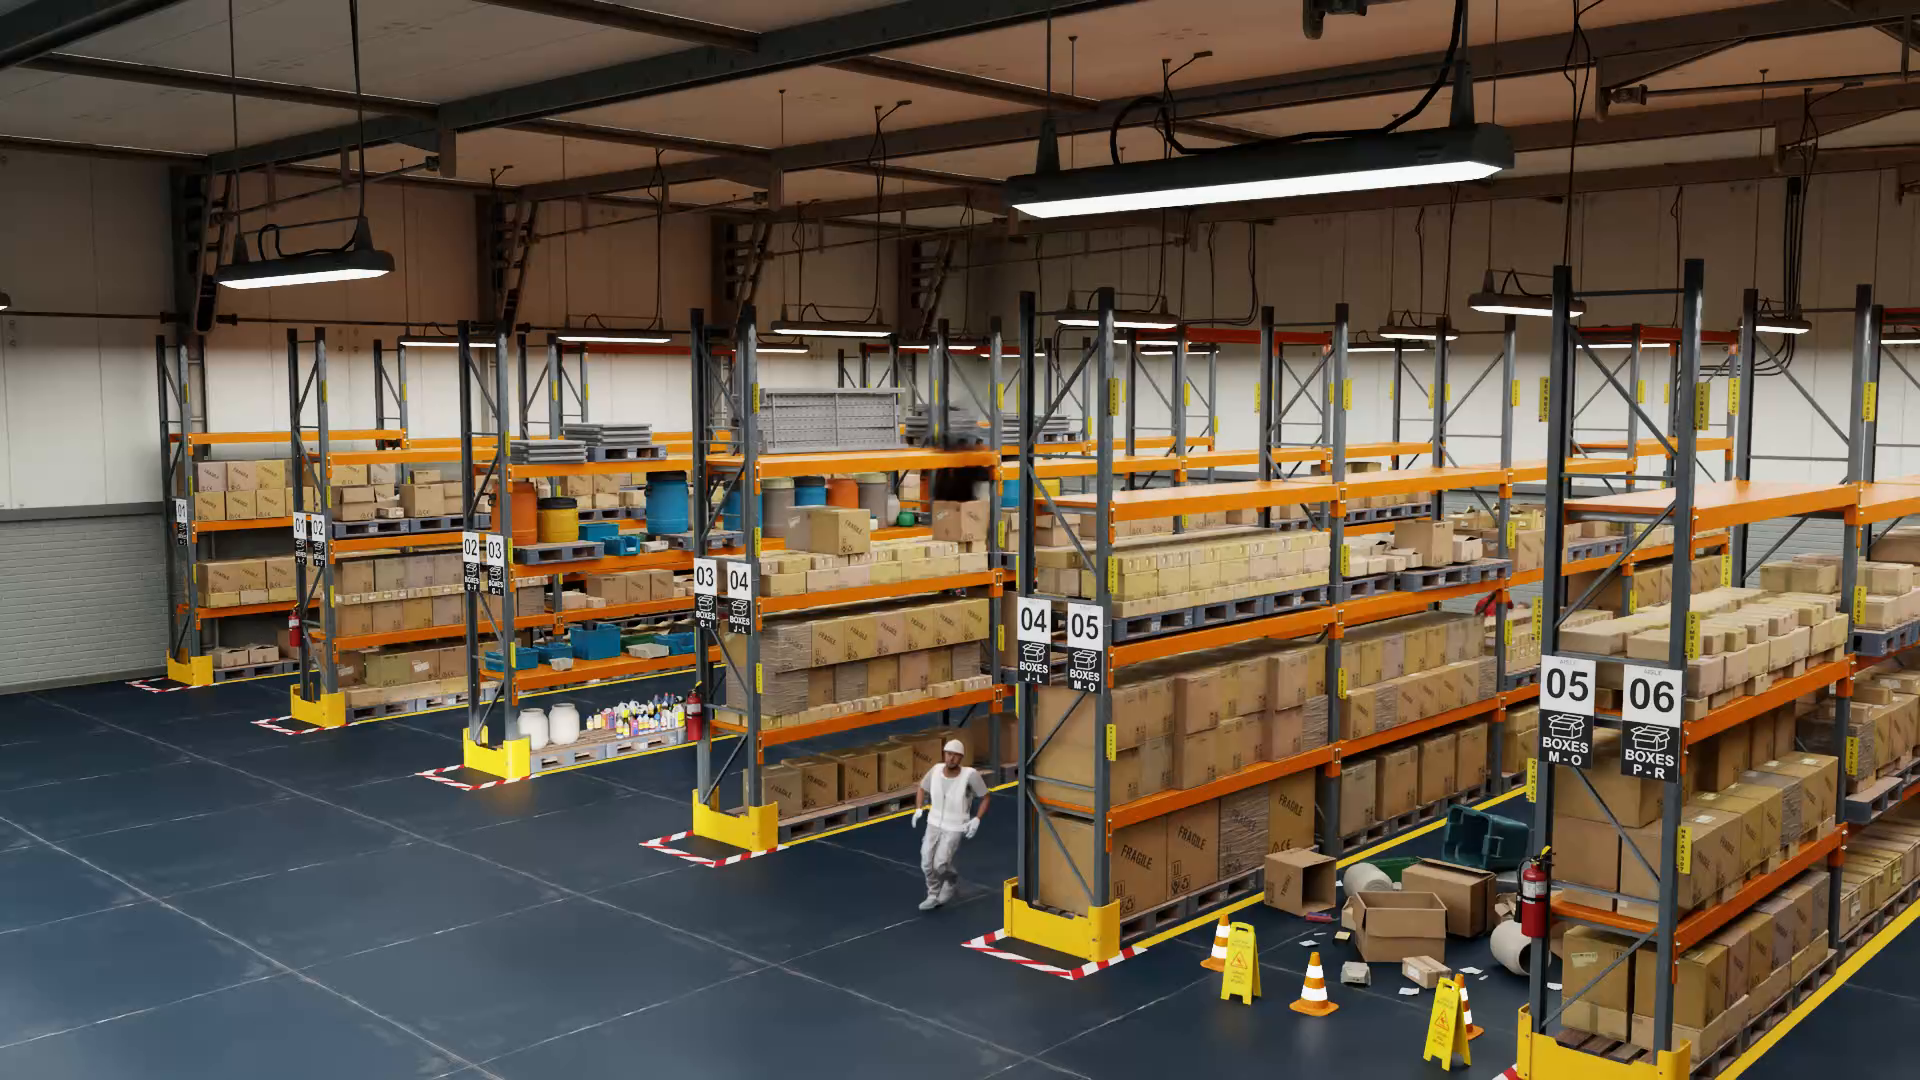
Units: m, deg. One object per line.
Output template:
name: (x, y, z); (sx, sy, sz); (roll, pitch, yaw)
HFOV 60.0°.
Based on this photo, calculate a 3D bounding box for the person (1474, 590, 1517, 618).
person: (9.322, 1.598, 29.009); (0.701, 1.689, 0.920); (2, 6, 22)

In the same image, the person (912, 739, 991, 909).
person: (-0.128, 2.791, 16.184); (0.743, 1.716, 0.523); (3, 6, 28)

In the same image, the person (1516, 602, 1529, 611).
person: (9.036, 1.840, 26.634); (0.736, 1.709, 0.547); (-4, 7, -40)
